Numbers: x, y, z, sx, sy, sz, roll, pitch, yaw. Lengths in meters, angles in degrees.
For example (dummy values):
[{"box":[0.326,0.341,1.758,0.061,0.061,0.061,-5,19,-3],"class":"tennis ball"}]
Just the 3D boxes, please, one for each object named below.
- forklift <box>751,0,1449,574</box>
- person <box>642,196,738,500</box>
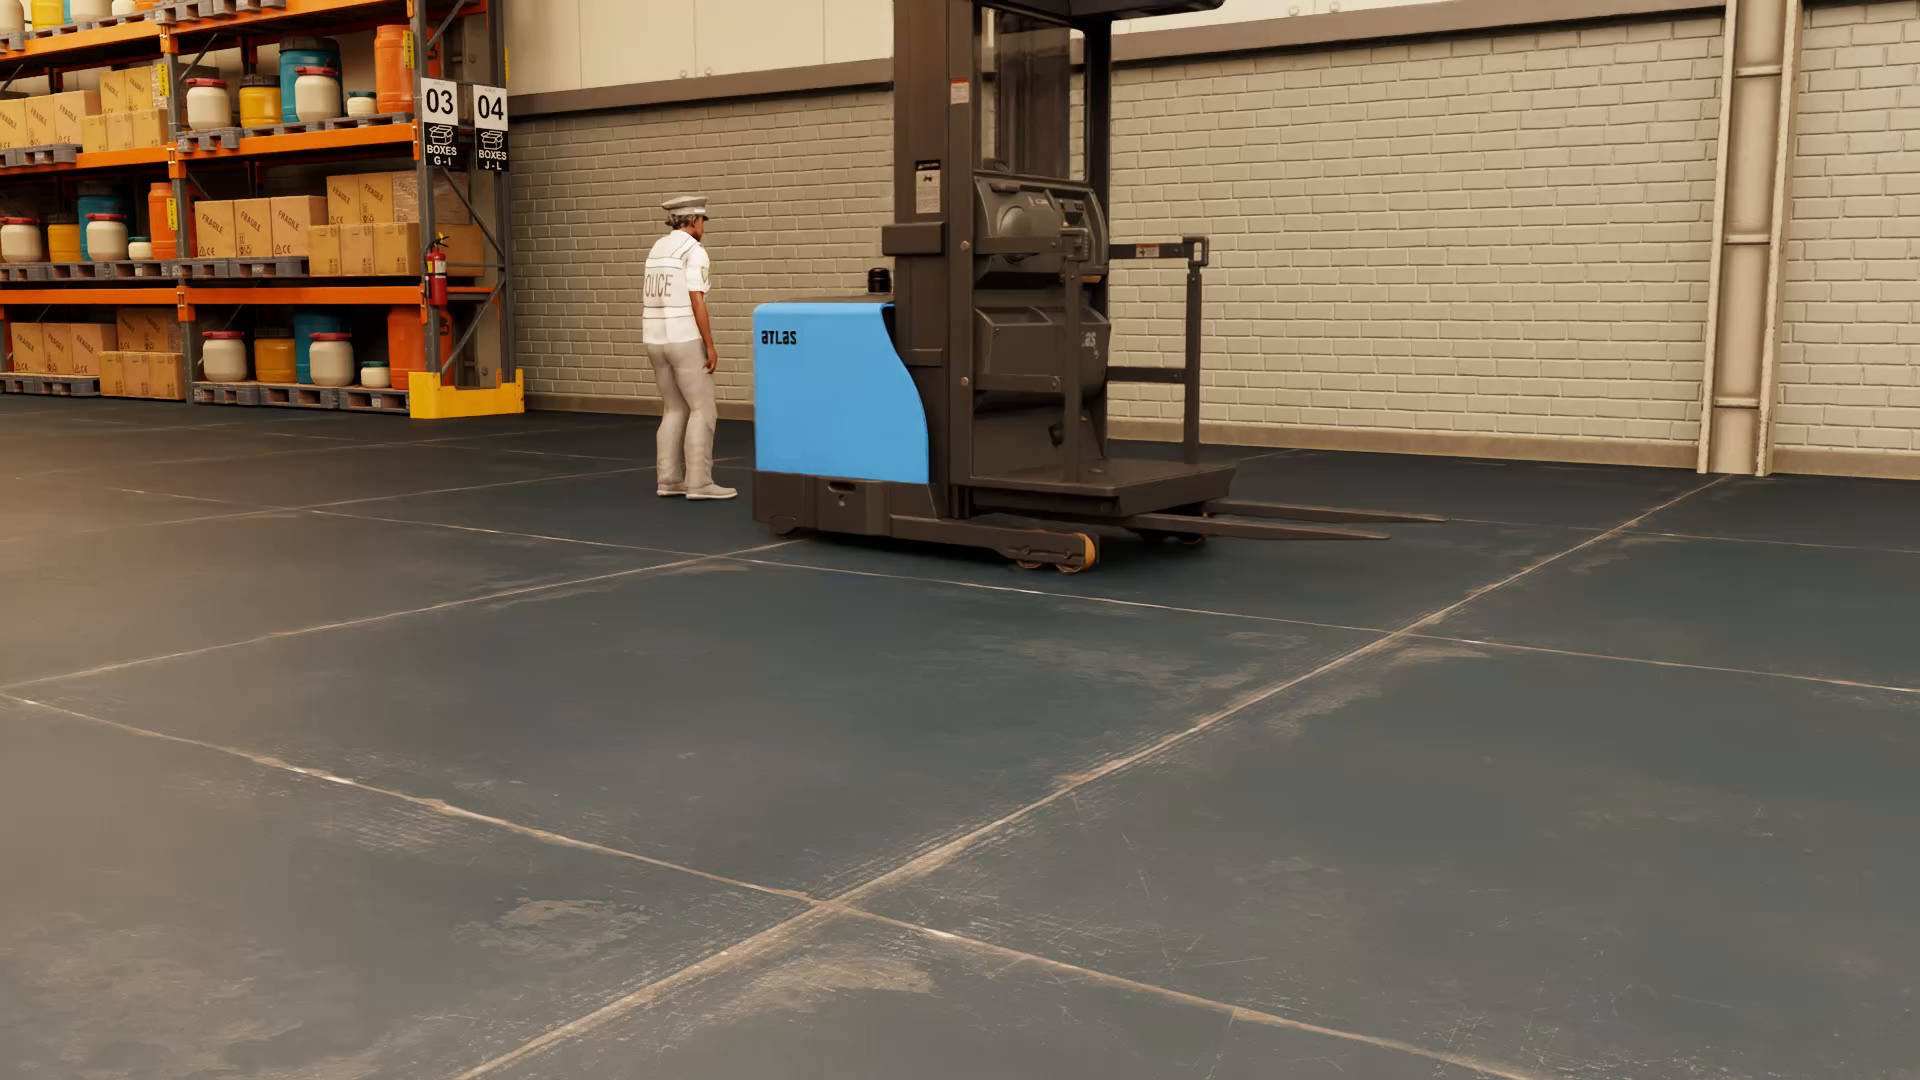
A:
[{"box":[0.526,-1.400,7.040,3.031,2.935,1.130,6,10,36],"class":"forklift"},{"box":[-1.520,-1.060,9.176,0.528,1.658,0.395,8,11,43],"class":"person"}]
